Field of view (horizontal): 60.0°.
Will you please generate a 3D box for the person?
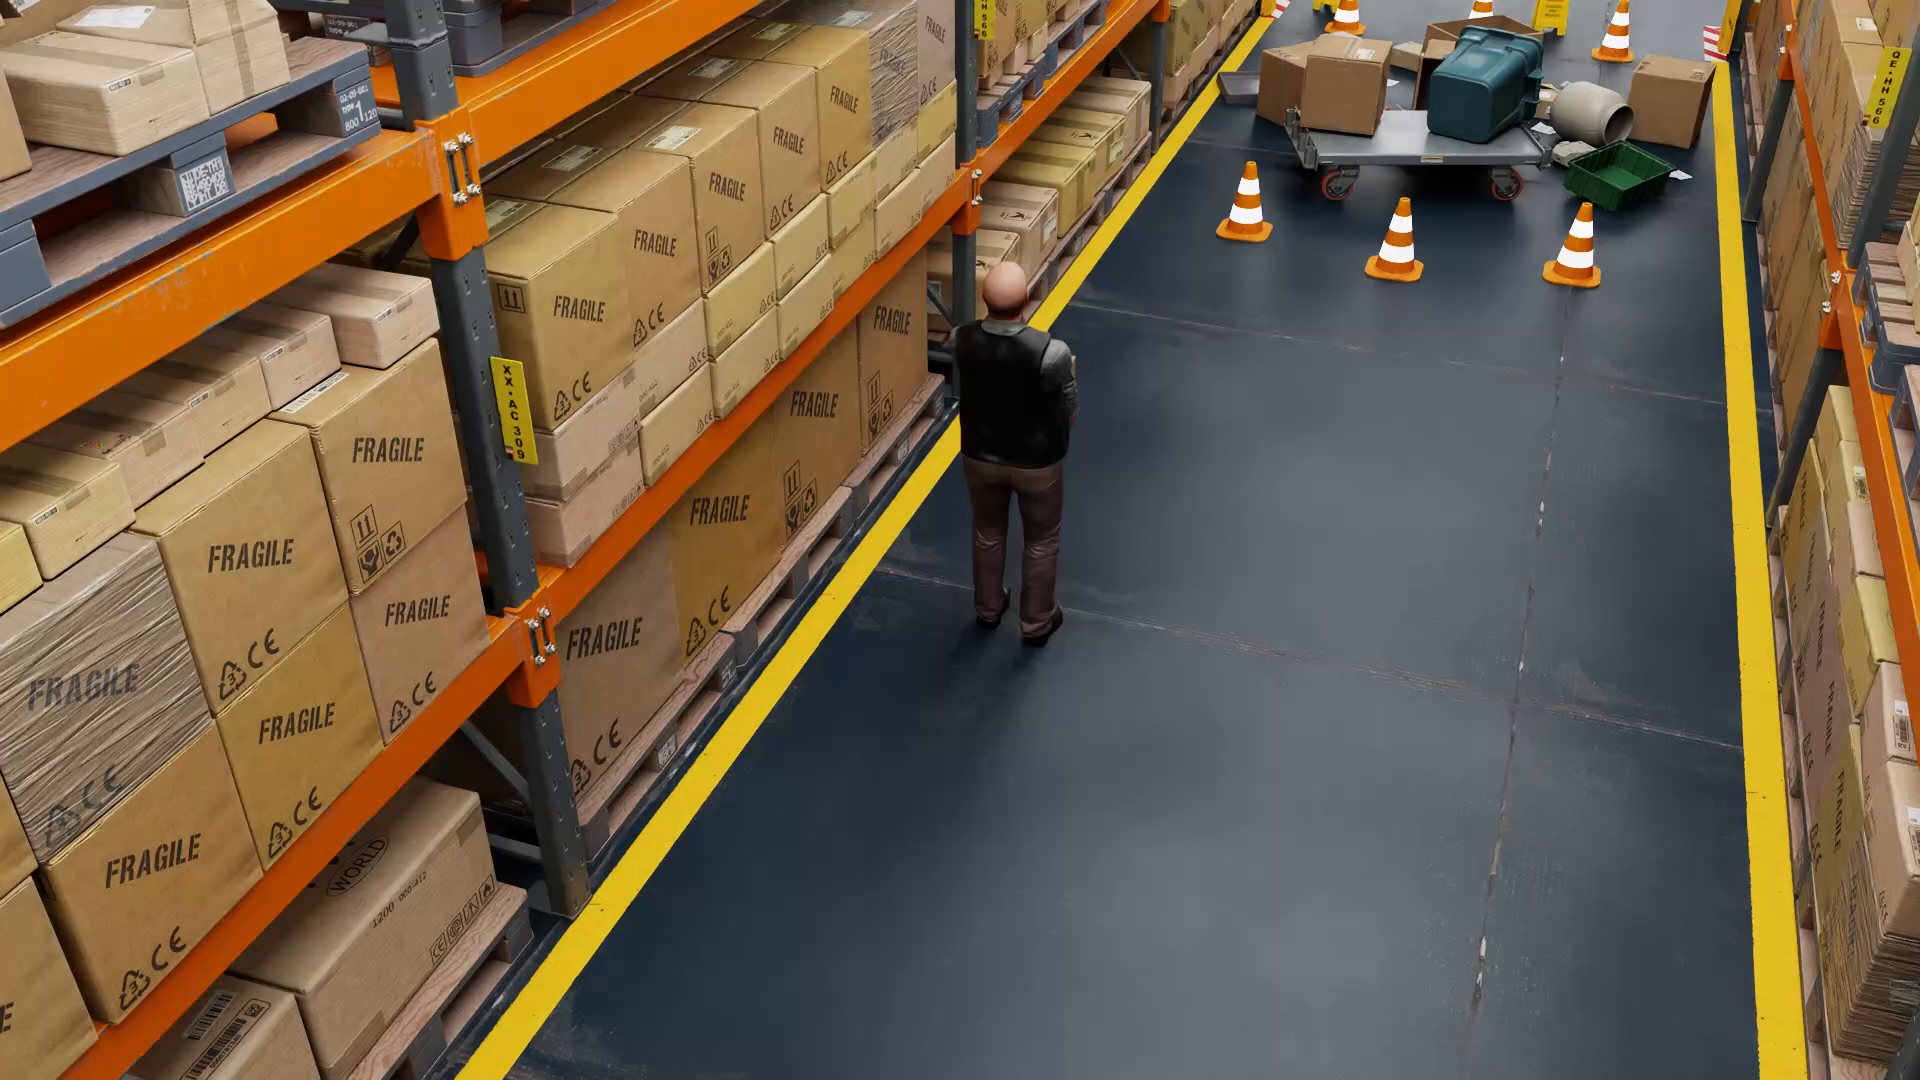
[{"bbox_3d":[0.230,-0.384,6.762,0.494,1.711,0.551,11,35,17],"label":"person"}]
